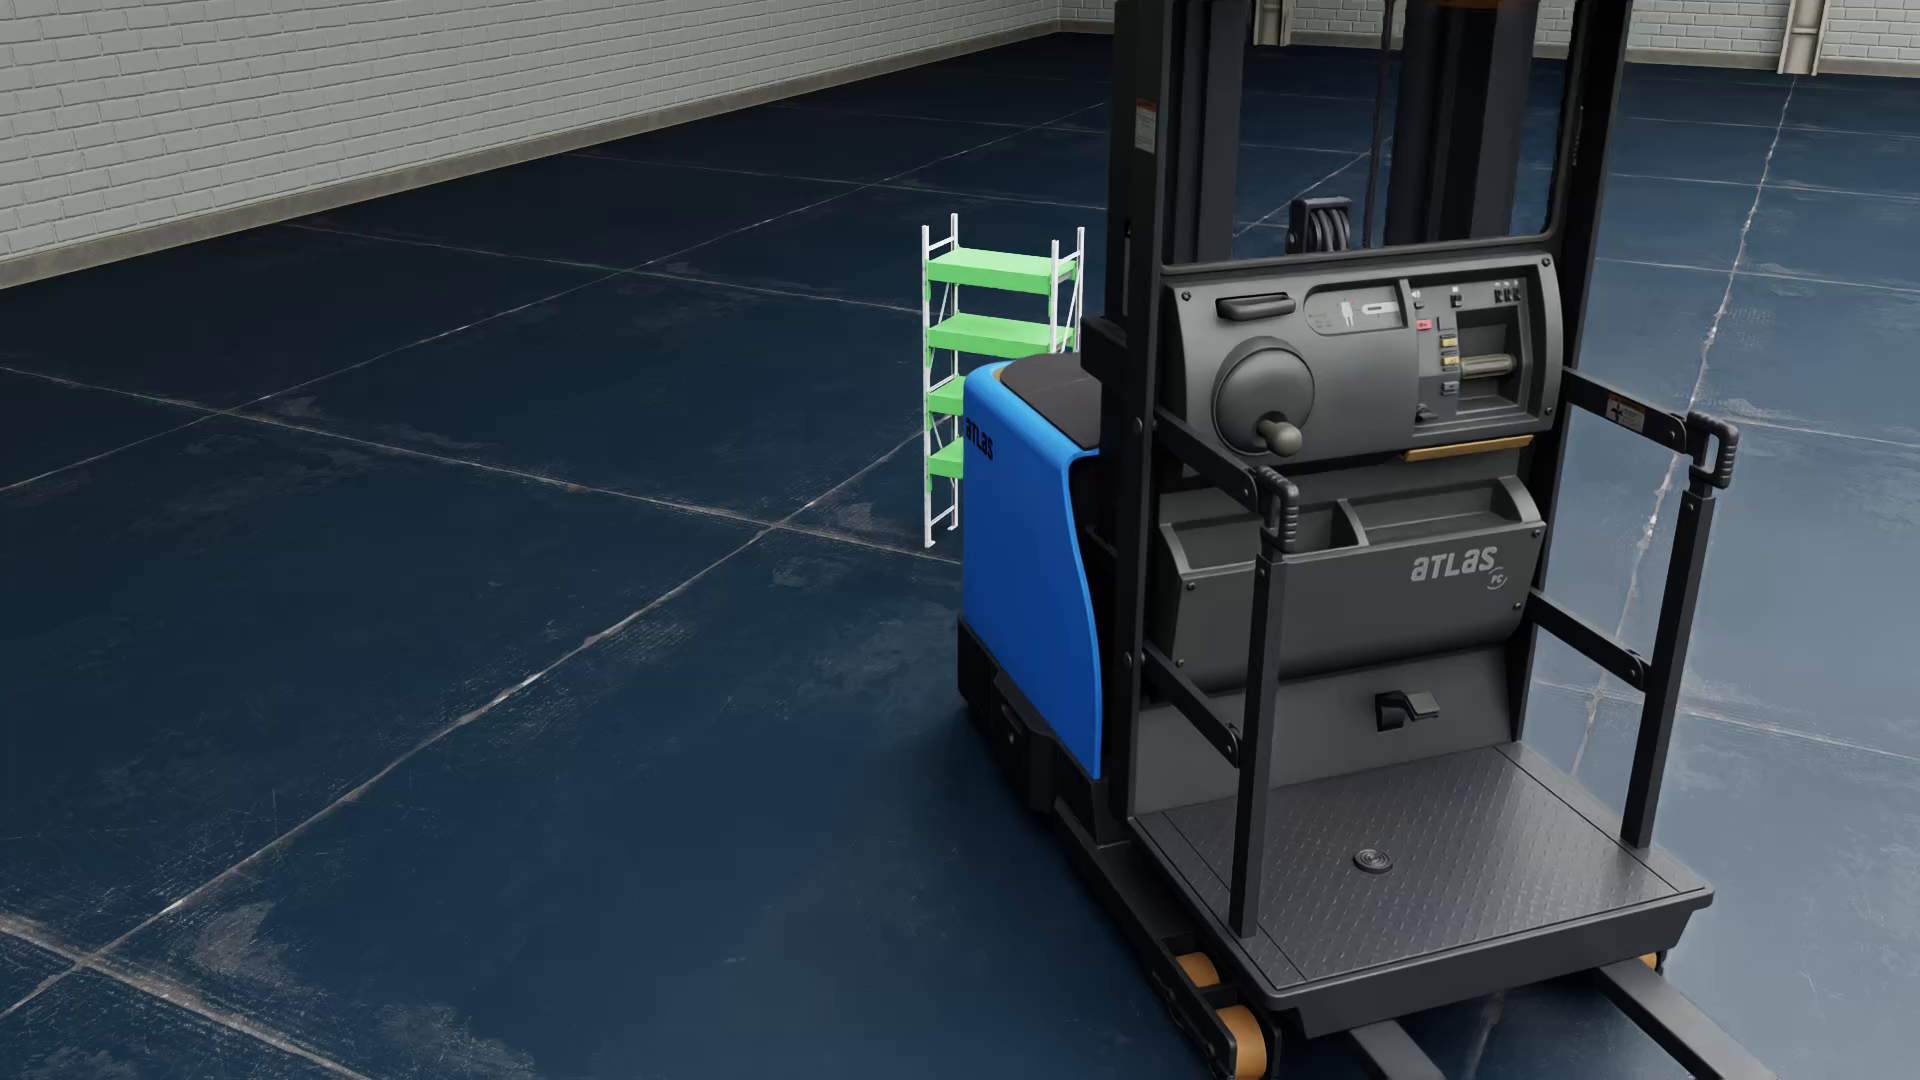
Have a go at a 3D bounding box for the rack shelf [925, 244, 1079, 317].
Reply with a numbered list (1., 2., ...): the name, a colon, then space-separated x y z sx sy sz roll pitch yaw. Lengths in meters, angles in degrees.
1. rack shelf: 0.148 -0.906 5.784 0.480 0.148 0.258 11 25 25

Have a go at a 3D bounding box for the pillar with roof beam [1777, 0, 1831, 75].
1. pillar with roof beam: 7.330 -7.814 13.126 0.400 9.000 9.100 11 25 25

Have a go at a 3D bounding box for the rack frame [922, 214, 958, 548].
1. rack frame: -0.070 -0.566 6.048 0.015 1.200 0.240 11 25 25

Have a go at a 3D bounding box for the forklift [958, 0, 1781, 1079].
1. forklift: 0.960 -0.373 3.381 1.130 2.935 3.031 -8 24 -18

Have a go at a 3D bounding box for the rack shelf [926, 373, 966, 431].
1. rack shelf: 0.148 -0.464 5.971 0.480 0.148 0.258 11 25 25

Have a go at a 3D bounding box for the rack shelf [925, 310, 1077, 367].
1. rack shelf: 0.148 -0.685 5.878 0.480 0.148 0.258 11 25 25

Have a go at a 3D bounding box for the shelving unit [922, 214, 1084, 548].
1. shelving unit: 0.148 -0.523 5.946 0.503 1.200 0.258 11 25 25

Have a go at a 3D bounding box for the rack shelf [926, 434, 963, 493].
1. rack shelf: 0.148 -0.243 6.065 0.480 0.148 0.258 11 25 25

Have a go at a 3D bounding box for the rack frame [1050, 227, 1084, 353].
1. rack frame: 0.365 -0.480 5.845 0.015 1.200 0.240 11 25 25

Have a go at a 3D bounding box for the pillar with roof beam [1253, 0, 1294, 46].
1. pillar with roof beam: 1.976 -8.874 15.617 0.400 9.000 9.100 11 25 25
